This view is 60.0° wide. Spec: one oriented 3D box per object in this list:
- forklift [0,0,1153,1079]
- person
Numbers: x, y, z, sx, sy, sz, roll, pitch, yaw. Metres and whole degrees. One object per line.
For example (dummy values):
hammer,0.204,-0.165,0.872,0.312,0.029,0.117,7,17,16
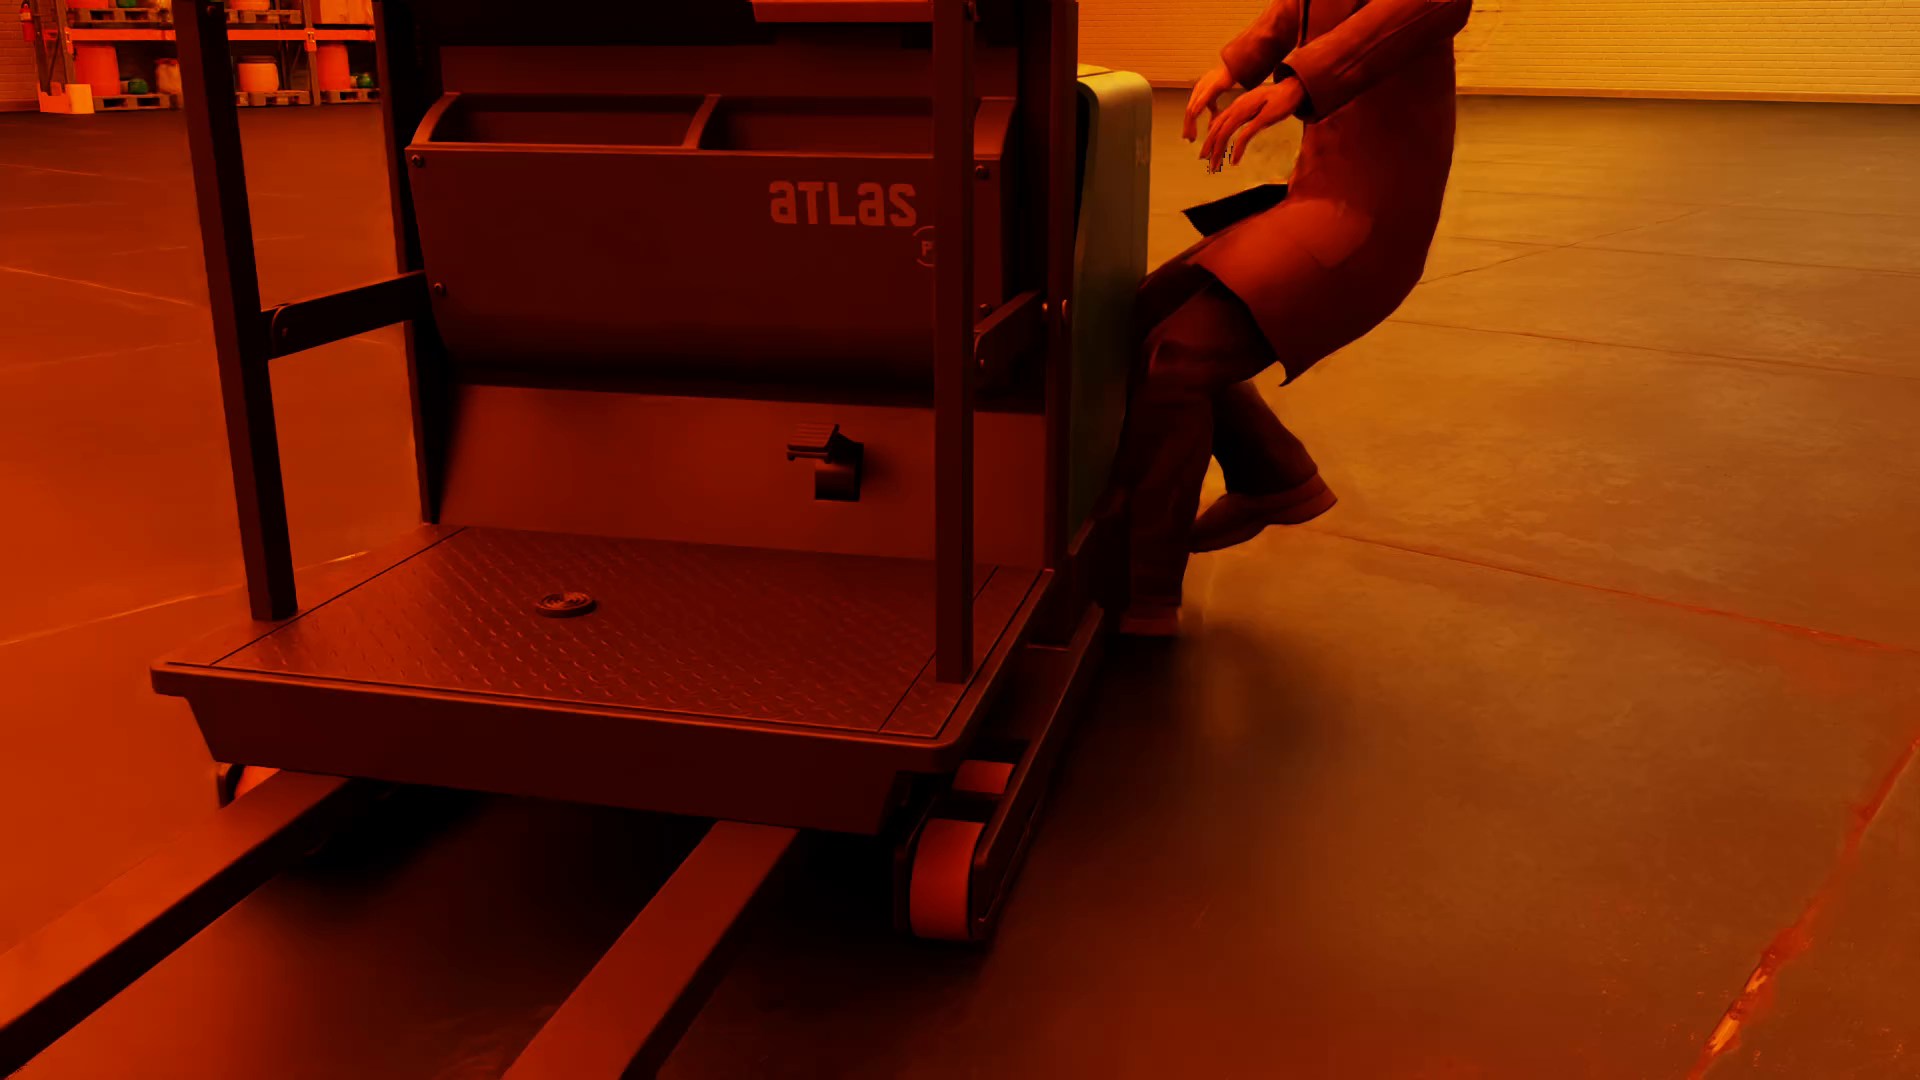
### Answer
forklift,-0.426,-0.992,2.163,1.130,2.935,3.031,4,17,13
person,0.514,-0.630,3.250,0.854,1.612,1.125,2,17,6
